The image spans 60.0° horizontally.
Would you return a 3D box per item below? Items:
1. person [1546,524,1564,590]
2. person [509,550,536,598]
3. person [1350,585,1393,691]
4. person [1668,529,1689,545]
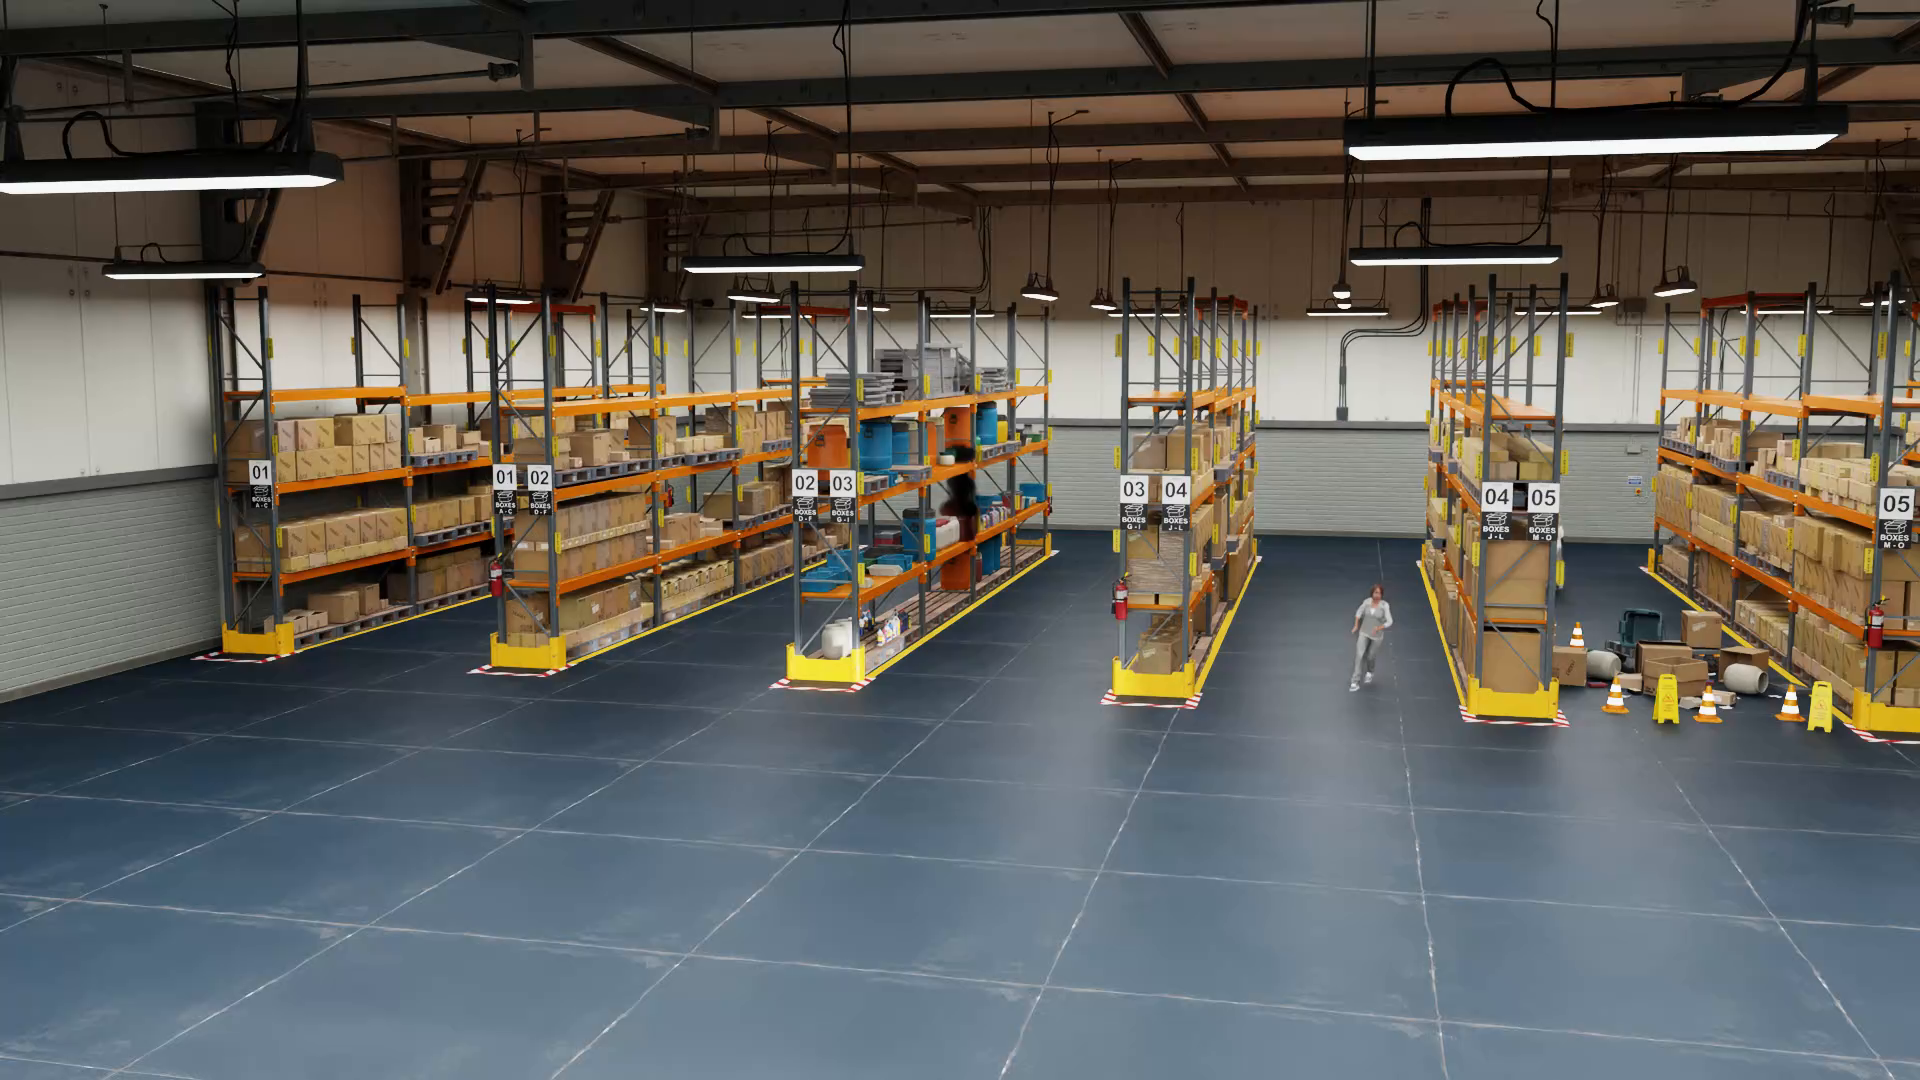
[{"bbox_3d":[12.248,0.245,34.408,0.573,1.659,0.955,0,7,2],"label":"person"},{"bbox_3d":[-8.109,0.571,31.231,0.661,1.726,0.730,-1,7,-9],"label":"person"},{"bbox_3d":[6.022,1.413,24.311,0.583,1.519,0.940,3,7,22],"label":"person"},{"bbox_3d":[17.510,-0.486,40.285,0.792,1.798,0.687,0,7,0],"label":"person"}]
